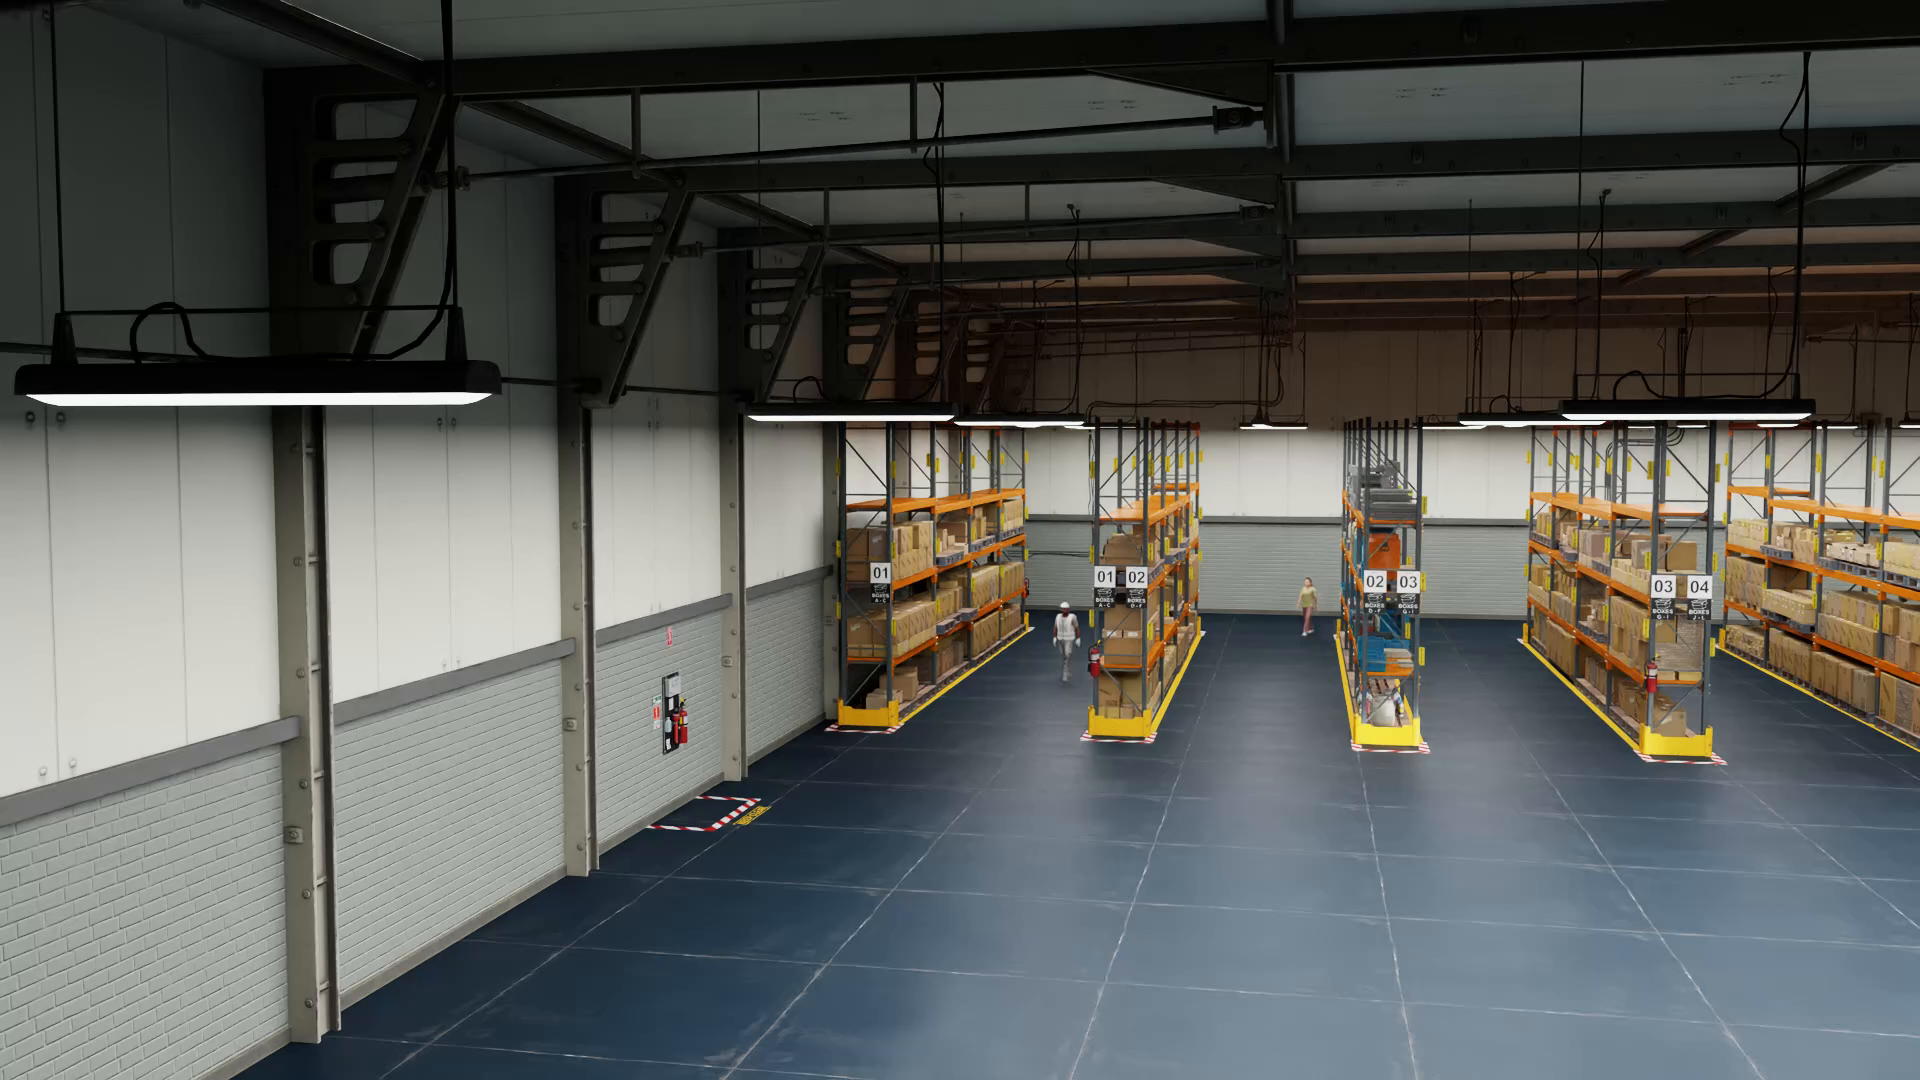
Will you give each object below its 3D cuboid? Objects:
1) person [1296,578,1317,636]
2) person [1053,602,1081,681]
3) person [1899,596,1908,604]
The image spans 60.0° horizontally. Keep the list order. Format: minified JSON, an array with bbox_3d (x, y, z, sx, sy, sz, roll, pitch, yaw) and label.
[{"bbox_3d":[9.749,1.863,46.709,0.496,1.613,1.042,3,5,36],"label":"person"},{"bbox_3d":[2.439,2.332,38.603,0.597,1.775,0.854,2,4,34],"label":"person"},{"bbox_3d":[23.760,2.178,41.866,0.512,1.672,0.516,1,4,12],"label":"person"}]
